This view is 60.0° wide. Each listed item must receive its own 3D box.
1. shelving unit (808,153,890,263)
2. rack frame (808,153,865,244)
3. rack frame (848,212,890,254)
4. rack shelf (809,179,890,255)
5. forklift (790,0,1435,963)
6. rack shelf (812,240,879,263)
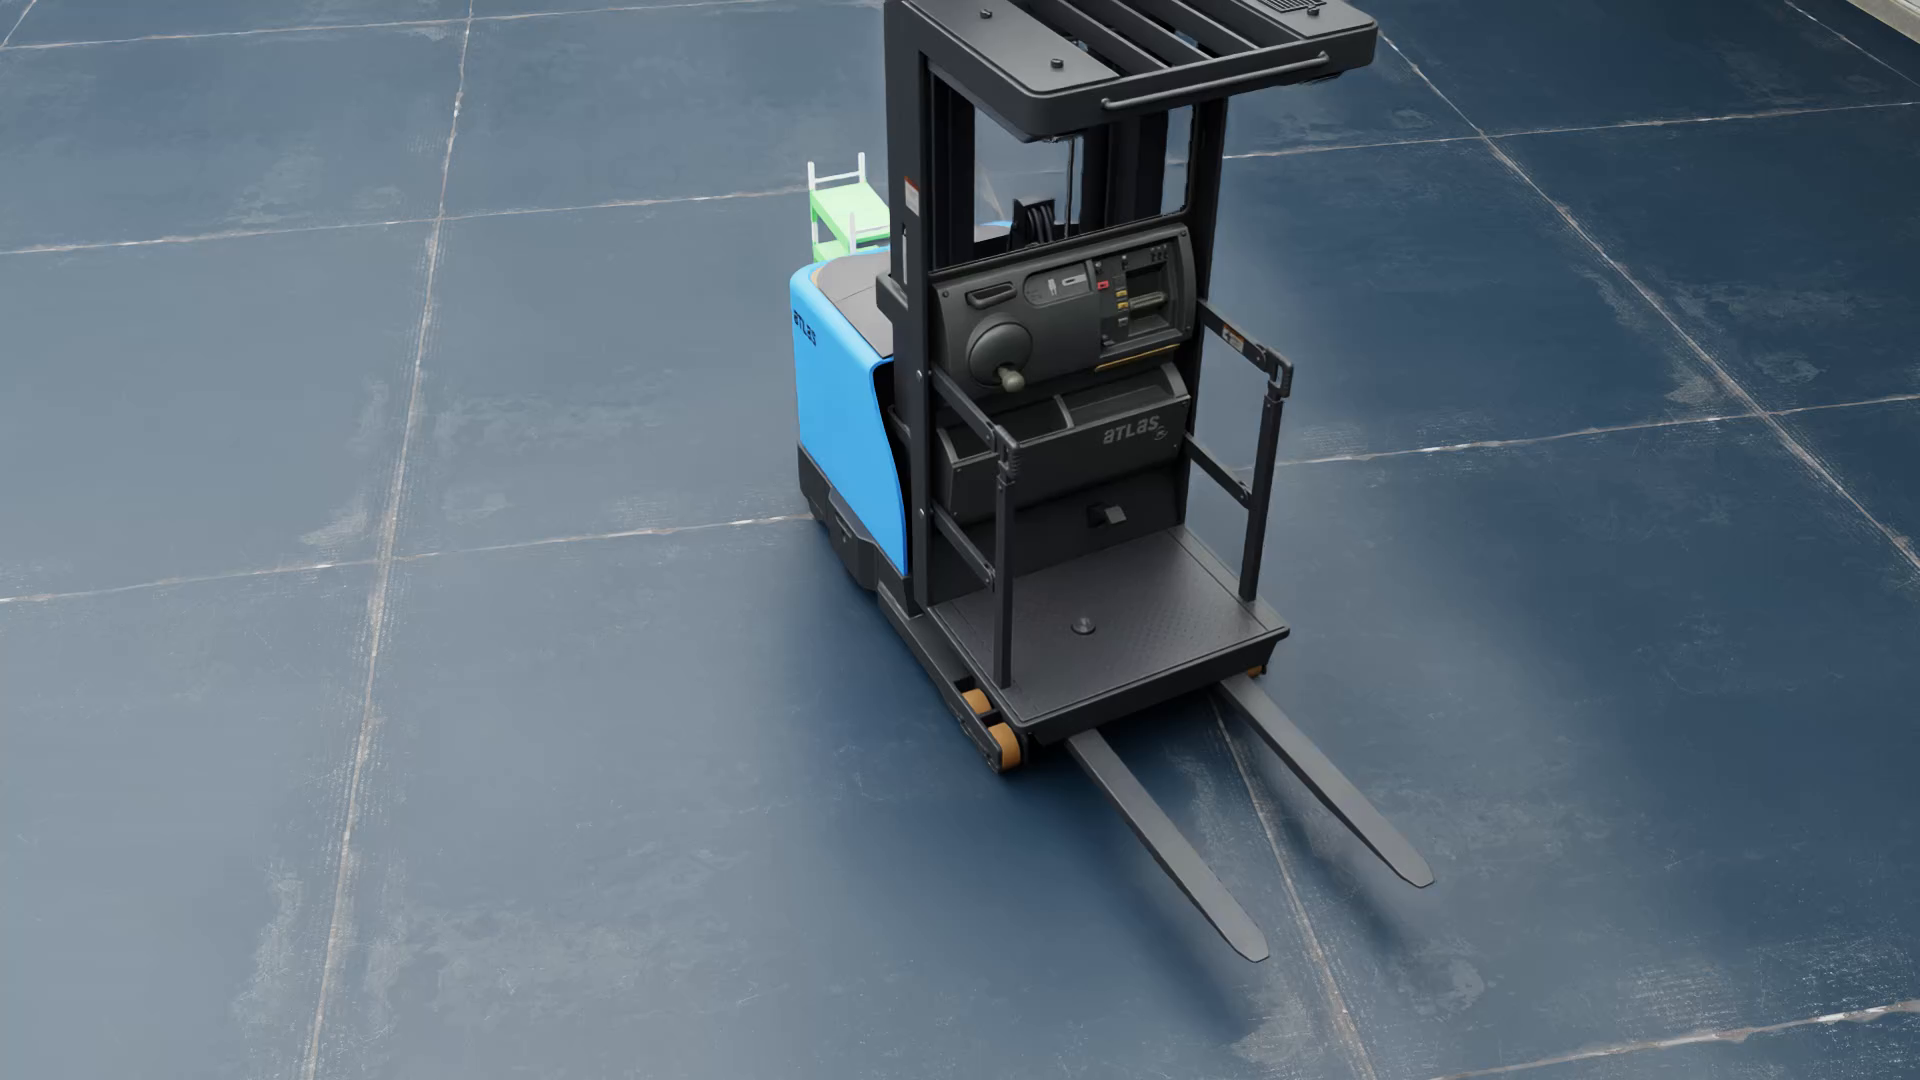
[{"bbox_3d":[-0.412,-0.950,6.994,0.258,1.200,0.503,-15,40,-18],"label":"shelving unit"},{"bbox_3d":[-0.507,-1.087,7.172,0.240,1.200,0.015,-15,40,-18],"label":"rack frame"},{"bbox_3d":[-0.317,-0.812,6.817,0.240,1.200,0.015,-15,40,-18],"label":"rack frame"},{"bbox_3d":[-0.412,-1.278,6.739,0.258,0.148,0.480,-15,40,-18],"label":"rack shelf"},{"bbox_3d":[0.456,-0.677,5.232,1.130,2.935,3.031,-18,41,-21],"label":"forklift"},{"bbox_3d":[-0.412,-1.089,6.886,0.258,0.148,0.480,-15,40,-18],"label":"rack shelf"}]
